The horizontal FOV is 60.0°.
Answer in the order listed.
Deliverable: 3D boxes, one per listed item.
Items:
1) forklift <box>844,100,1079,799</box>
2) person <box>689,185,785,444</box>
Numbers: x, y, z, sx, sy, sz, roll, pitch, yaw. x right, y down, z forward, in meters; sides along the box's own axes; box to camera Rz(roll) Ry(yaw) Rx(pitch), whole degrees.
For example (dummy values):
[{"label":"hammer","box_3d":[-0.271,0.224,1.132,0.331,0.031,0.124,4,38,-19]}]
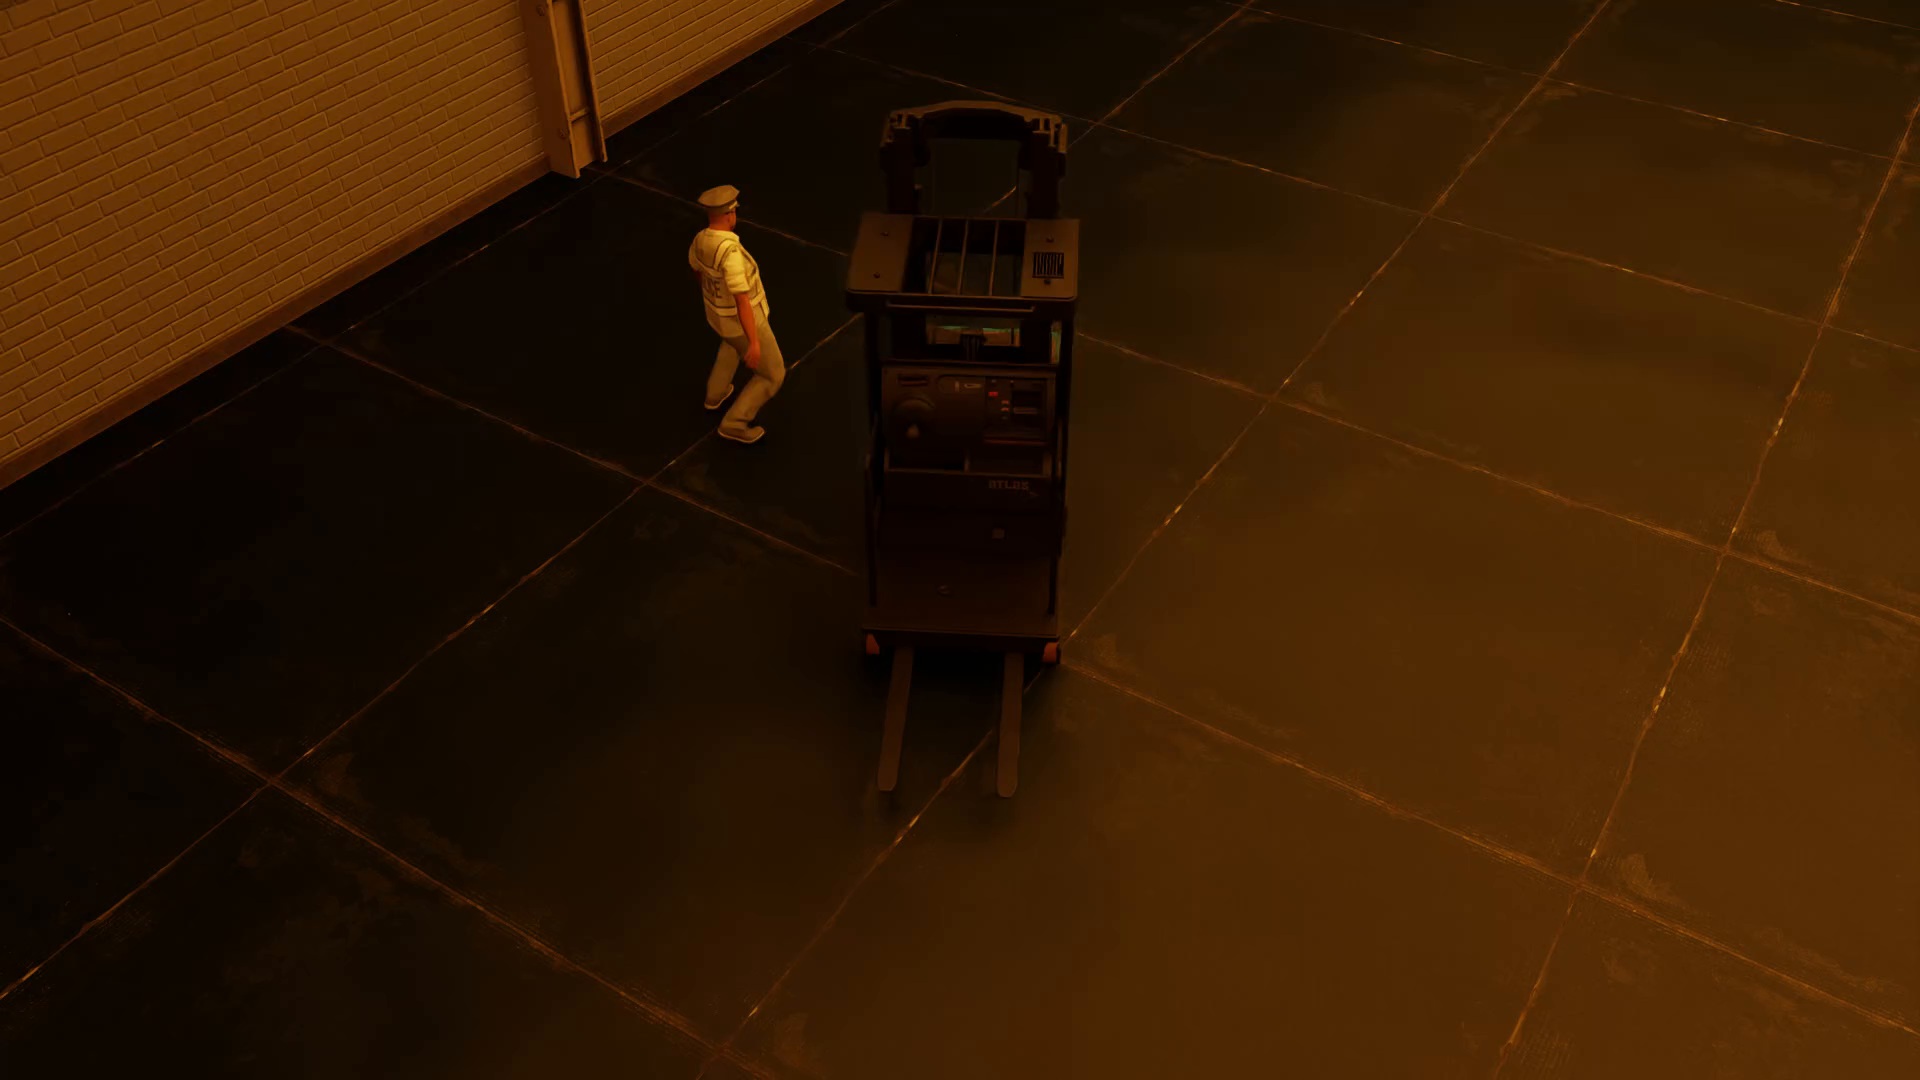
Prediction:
[{"label":"forklift","box_3d":[0.031,-0.643,8.726,1.130,2.935,3.031,3,40,3]},{"label":"person","box_3d":[-1.454,-1.418,10.606,0.505,1.643,0.897,-22,45,-23]}]
